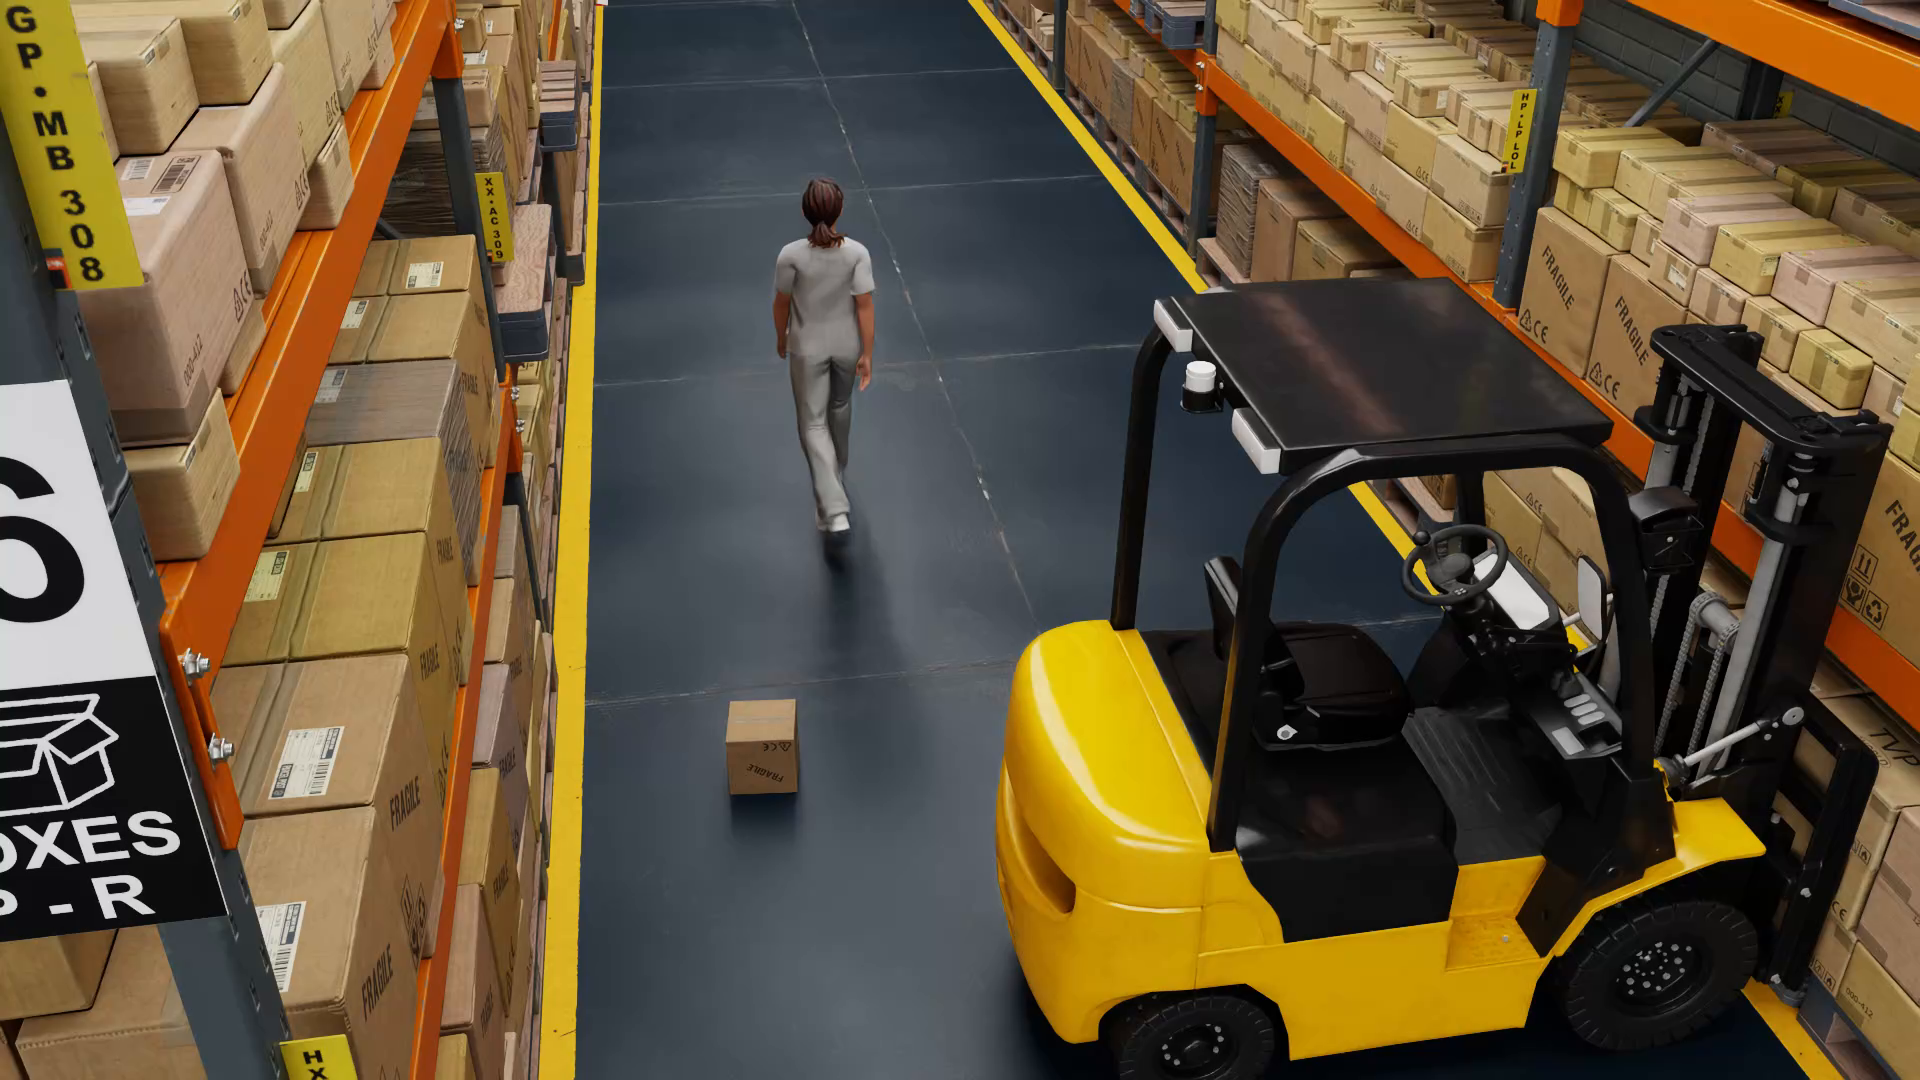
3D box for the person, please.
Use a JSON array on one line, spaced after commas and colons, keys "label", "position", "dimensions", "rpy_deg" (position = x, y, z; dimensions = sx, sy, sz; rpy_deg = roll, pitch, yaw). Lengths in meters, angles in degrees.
[{"label": "person", "position": [-0.612, -0.866, 7.585], "dimensions": [0.442, 1.623, 1.024], "rpy_deg": [-8, 32, -14]}]
